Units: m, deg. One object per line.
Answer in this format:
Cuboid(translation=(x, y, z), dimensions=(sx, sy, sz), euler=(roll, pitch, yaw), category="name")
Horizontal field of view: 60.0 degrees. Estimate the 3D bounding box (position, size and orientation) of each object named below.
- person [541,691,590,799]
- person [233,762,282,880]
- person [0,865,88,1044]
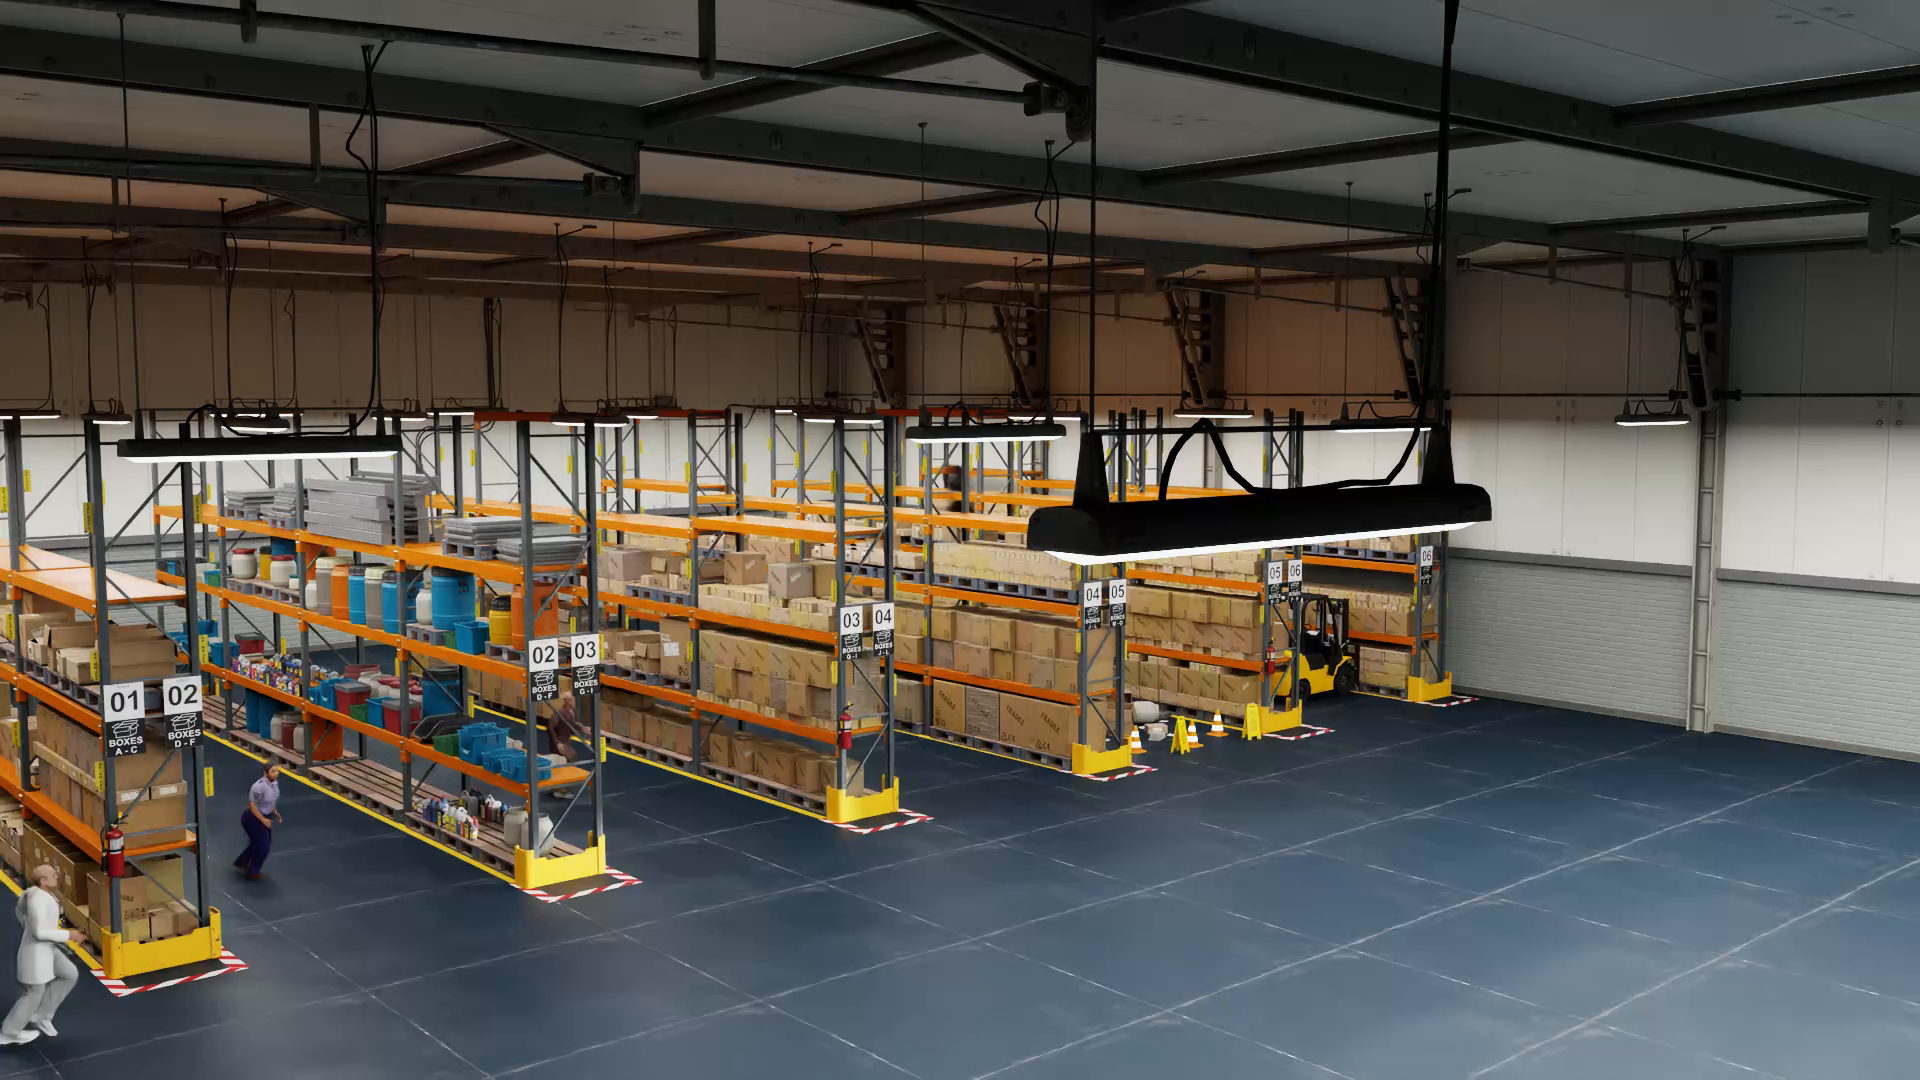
Cuboid(translation=(-6.199, 3.205, 26.112), dimensions=(0.849, 1.716, 0.729), euler=(0, 5, -5), category="person")
Cuboid(translation=(-9.203, 3.657, 21.697), dimensions=(0.742, 1.587, 0.609), euler=(0, 5, 2), category="person")
Cuboid(translation=(-8.973, 4.037, 16.235), dimensions=(0.837, 1.753, 0.646), euler=(-2, 5, -23), category="person")
